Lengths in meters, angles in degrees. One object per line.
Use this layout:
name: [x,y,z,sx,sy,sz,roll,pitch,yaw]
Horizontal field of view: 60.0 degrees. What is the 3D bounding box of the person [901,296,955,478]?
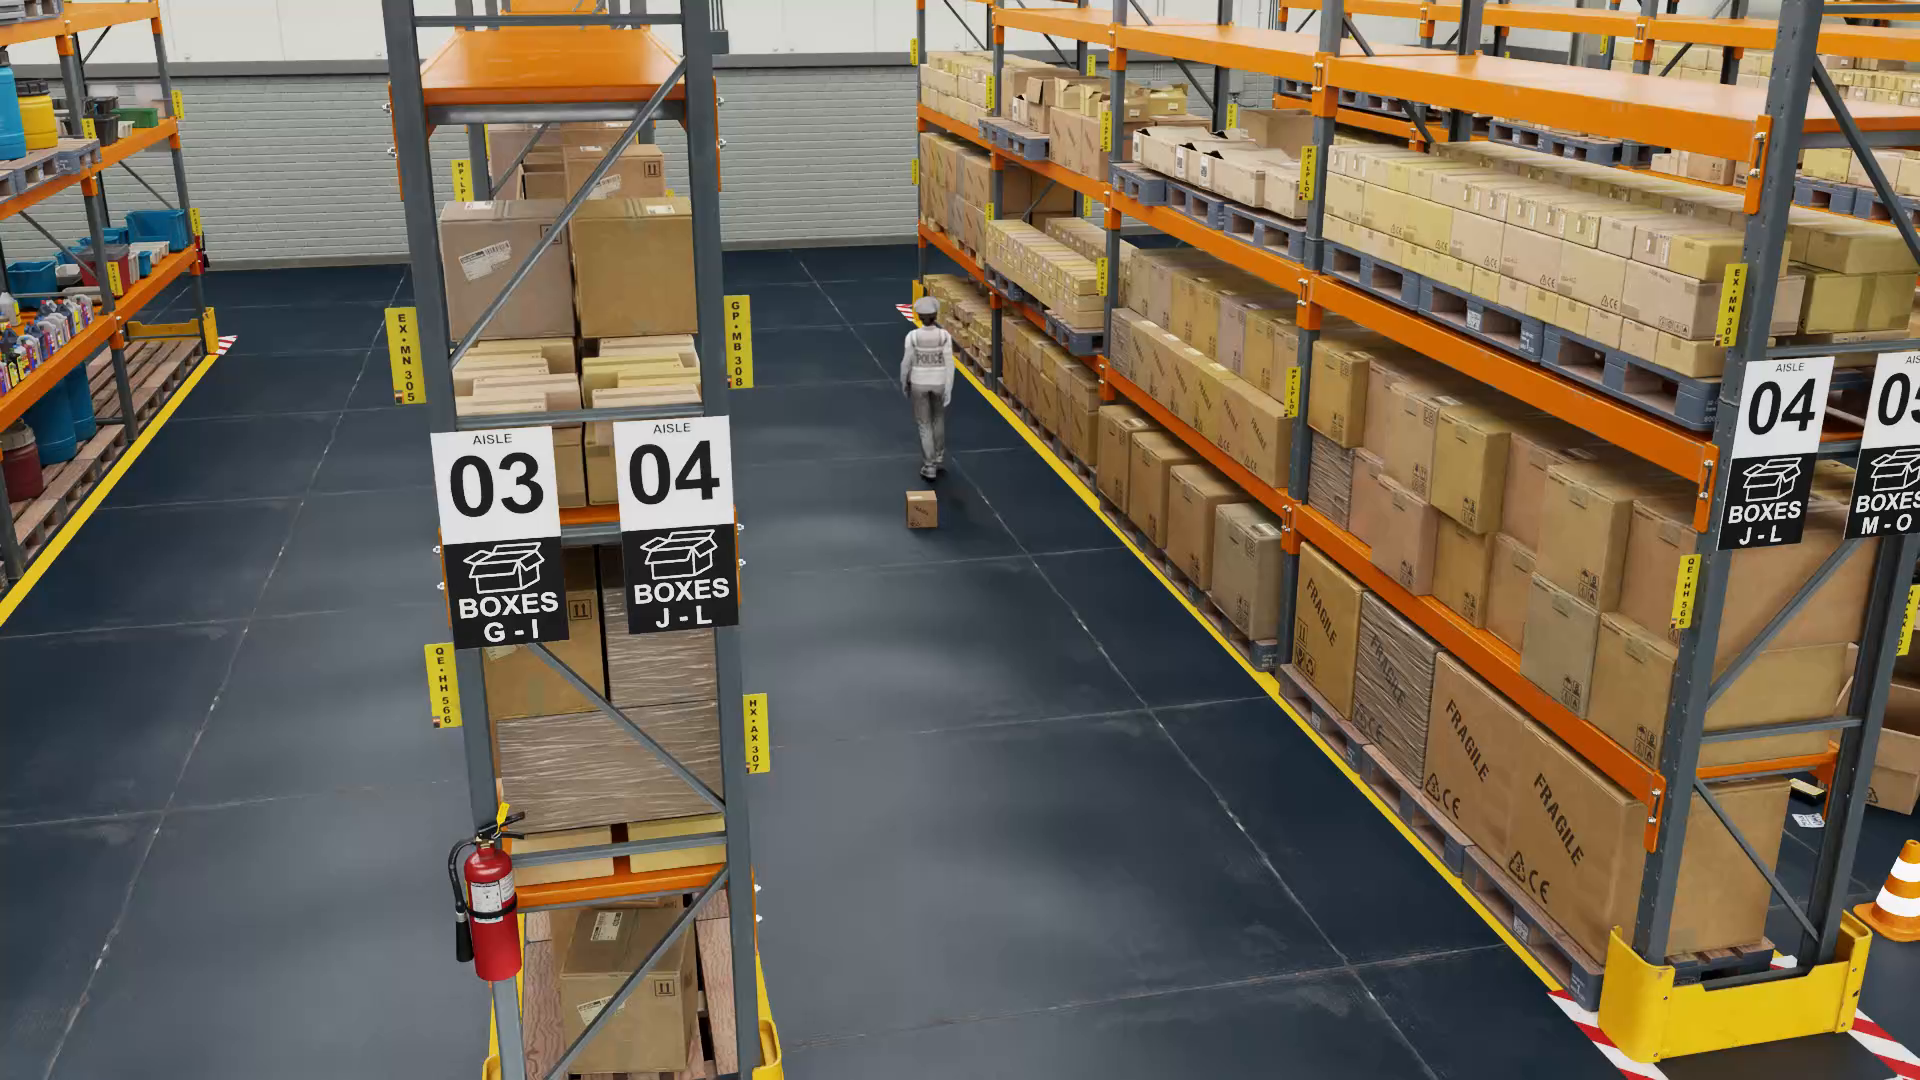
person: [-0.314,-1.412,15.510,0.485,1.751,0.610,-4,20,-11]
